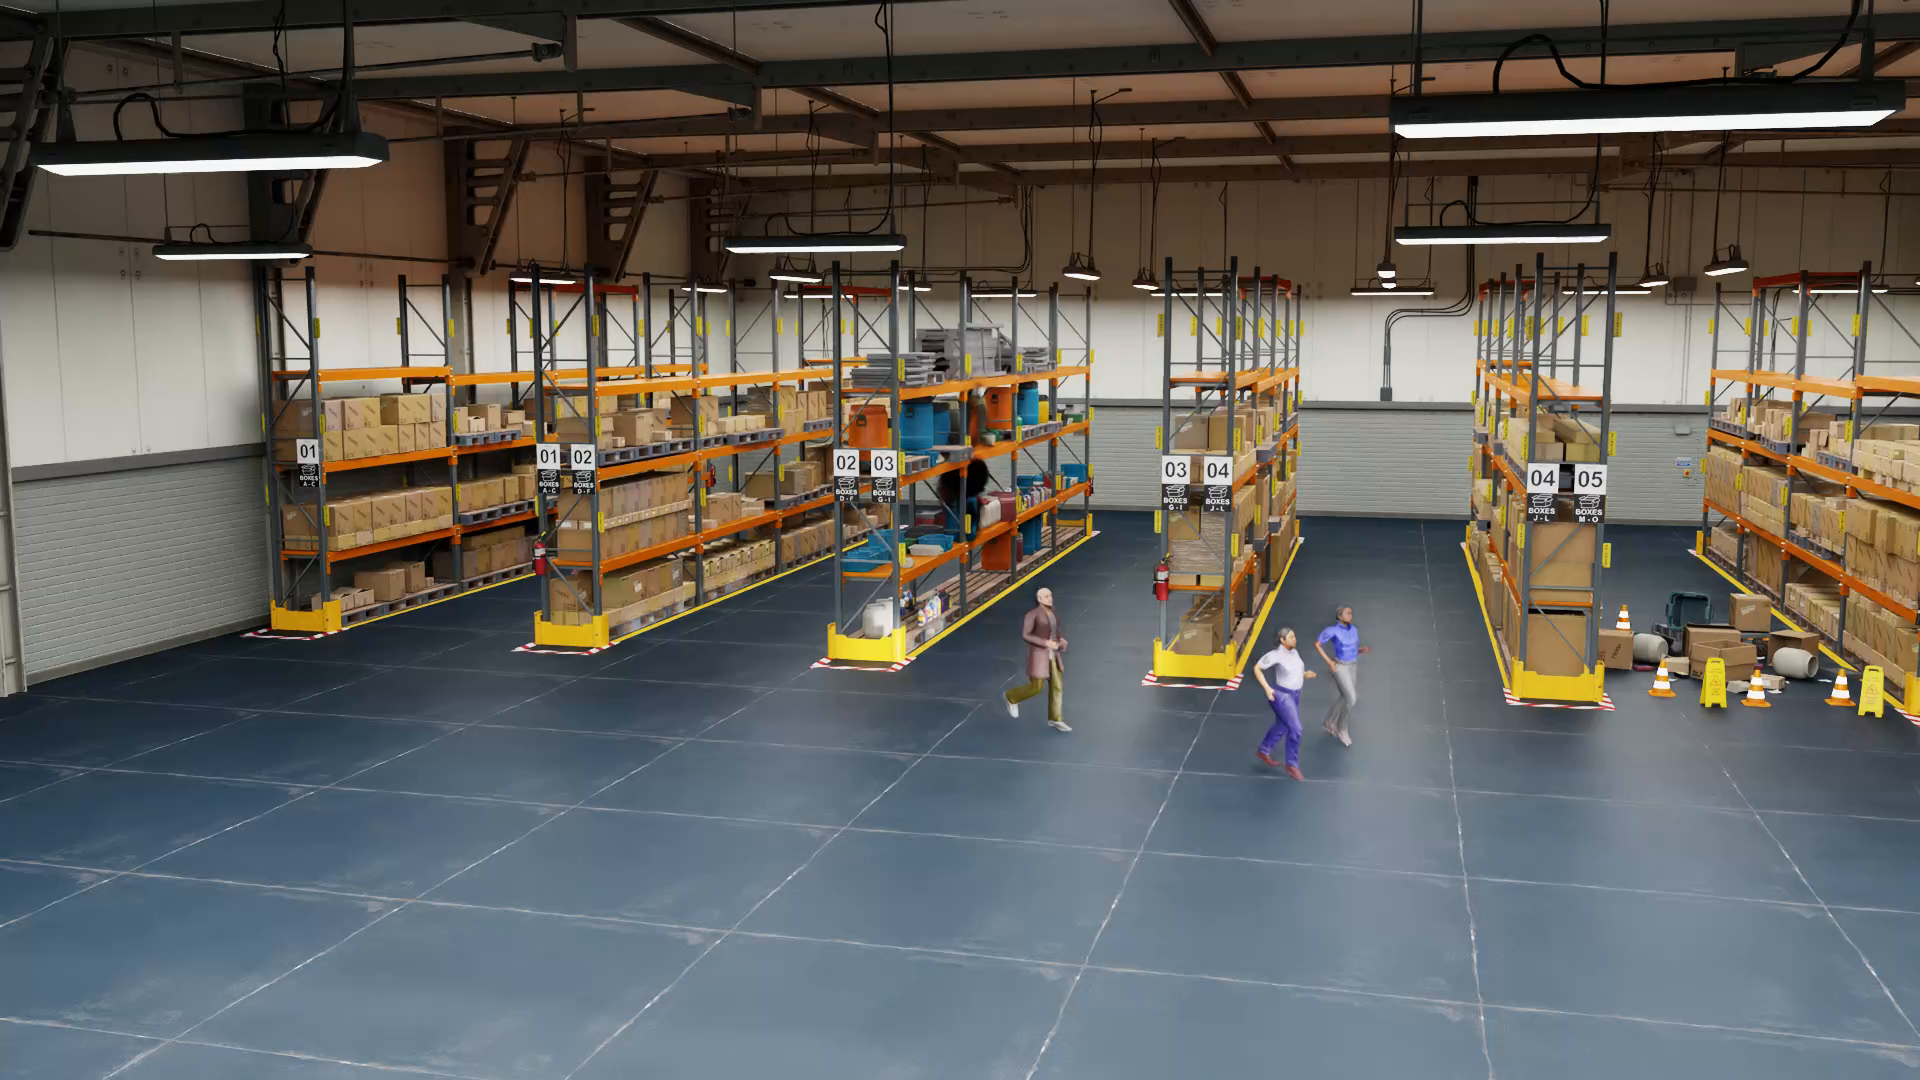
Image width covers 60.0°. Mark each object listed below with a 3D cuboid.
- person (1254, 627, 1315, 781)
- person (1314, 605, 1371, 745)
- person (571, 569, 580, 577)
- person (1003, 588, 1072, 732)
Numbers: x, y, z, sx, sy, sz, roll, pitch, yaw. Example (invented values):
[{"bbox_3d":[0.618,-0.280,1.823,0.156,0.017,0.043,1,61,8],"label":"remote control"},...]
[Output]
[{"bbox_3d":[3.644,1.826,18.724,0.759,1.711,0.579,6,9,38],"label":"person"},{"bbox_3d":[4.674,1.637,20.223,0.553,1.705,0.687,-6,9,-39],"label":"person"},{"bbox_3d":[-6.839,0.340,30.278,0.543,1.720,0.723,1,7,7],"label":"person"},{"bbox_3d":[1.016,1.479,20.968,1.001,1.784,0.719,7,10,44],"label":"person"}]
